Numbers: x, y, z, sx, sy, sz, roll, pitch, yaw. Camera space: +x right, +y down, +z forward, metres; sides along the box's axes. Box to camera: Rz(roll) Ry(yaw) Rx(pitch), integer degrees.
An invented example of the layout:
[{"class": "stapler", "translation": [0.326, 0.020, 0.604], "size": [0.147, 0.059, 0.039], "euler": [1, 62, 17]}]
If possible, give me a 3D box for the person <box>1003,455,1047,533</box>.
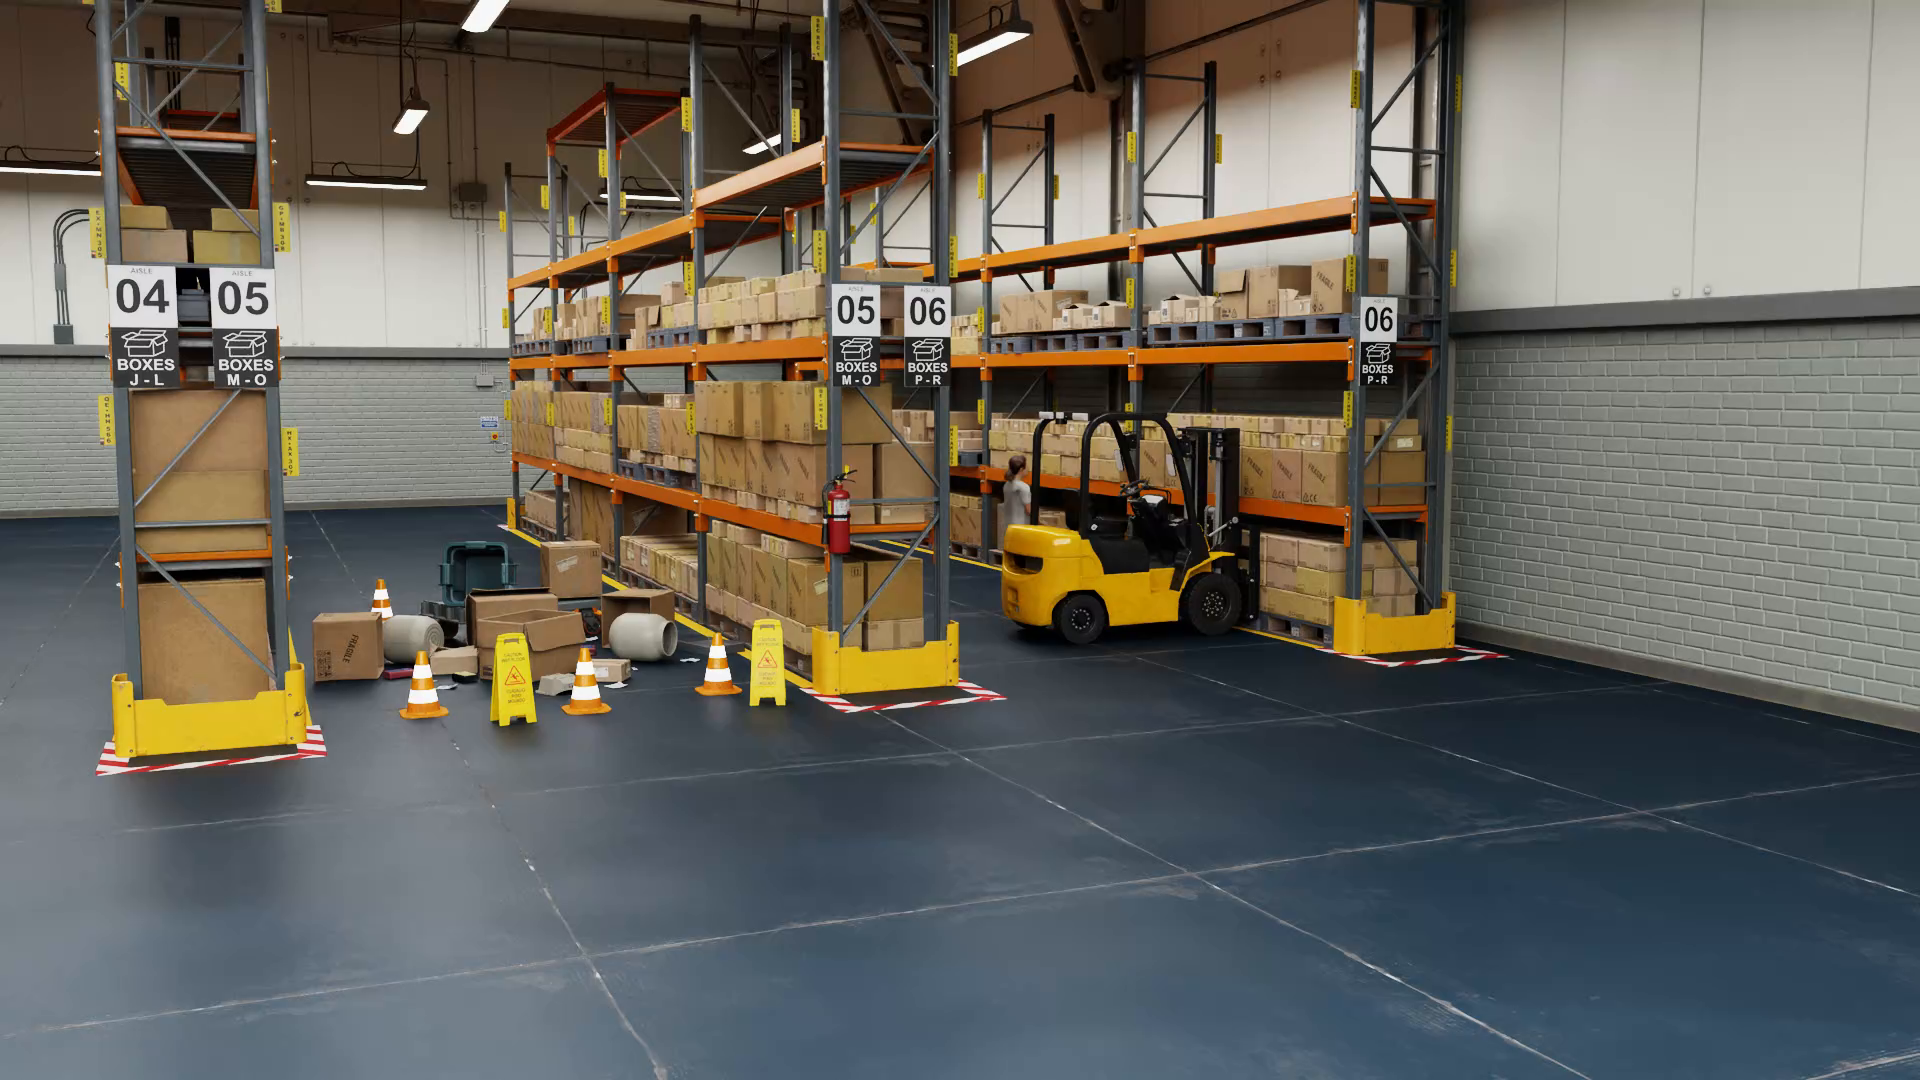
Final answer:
[{"class": "person", "translation": [0.678, -0.059, 17.574], "size": [0.475, 1.675, 0.464], "euler": [-2, 6, -24]}]
